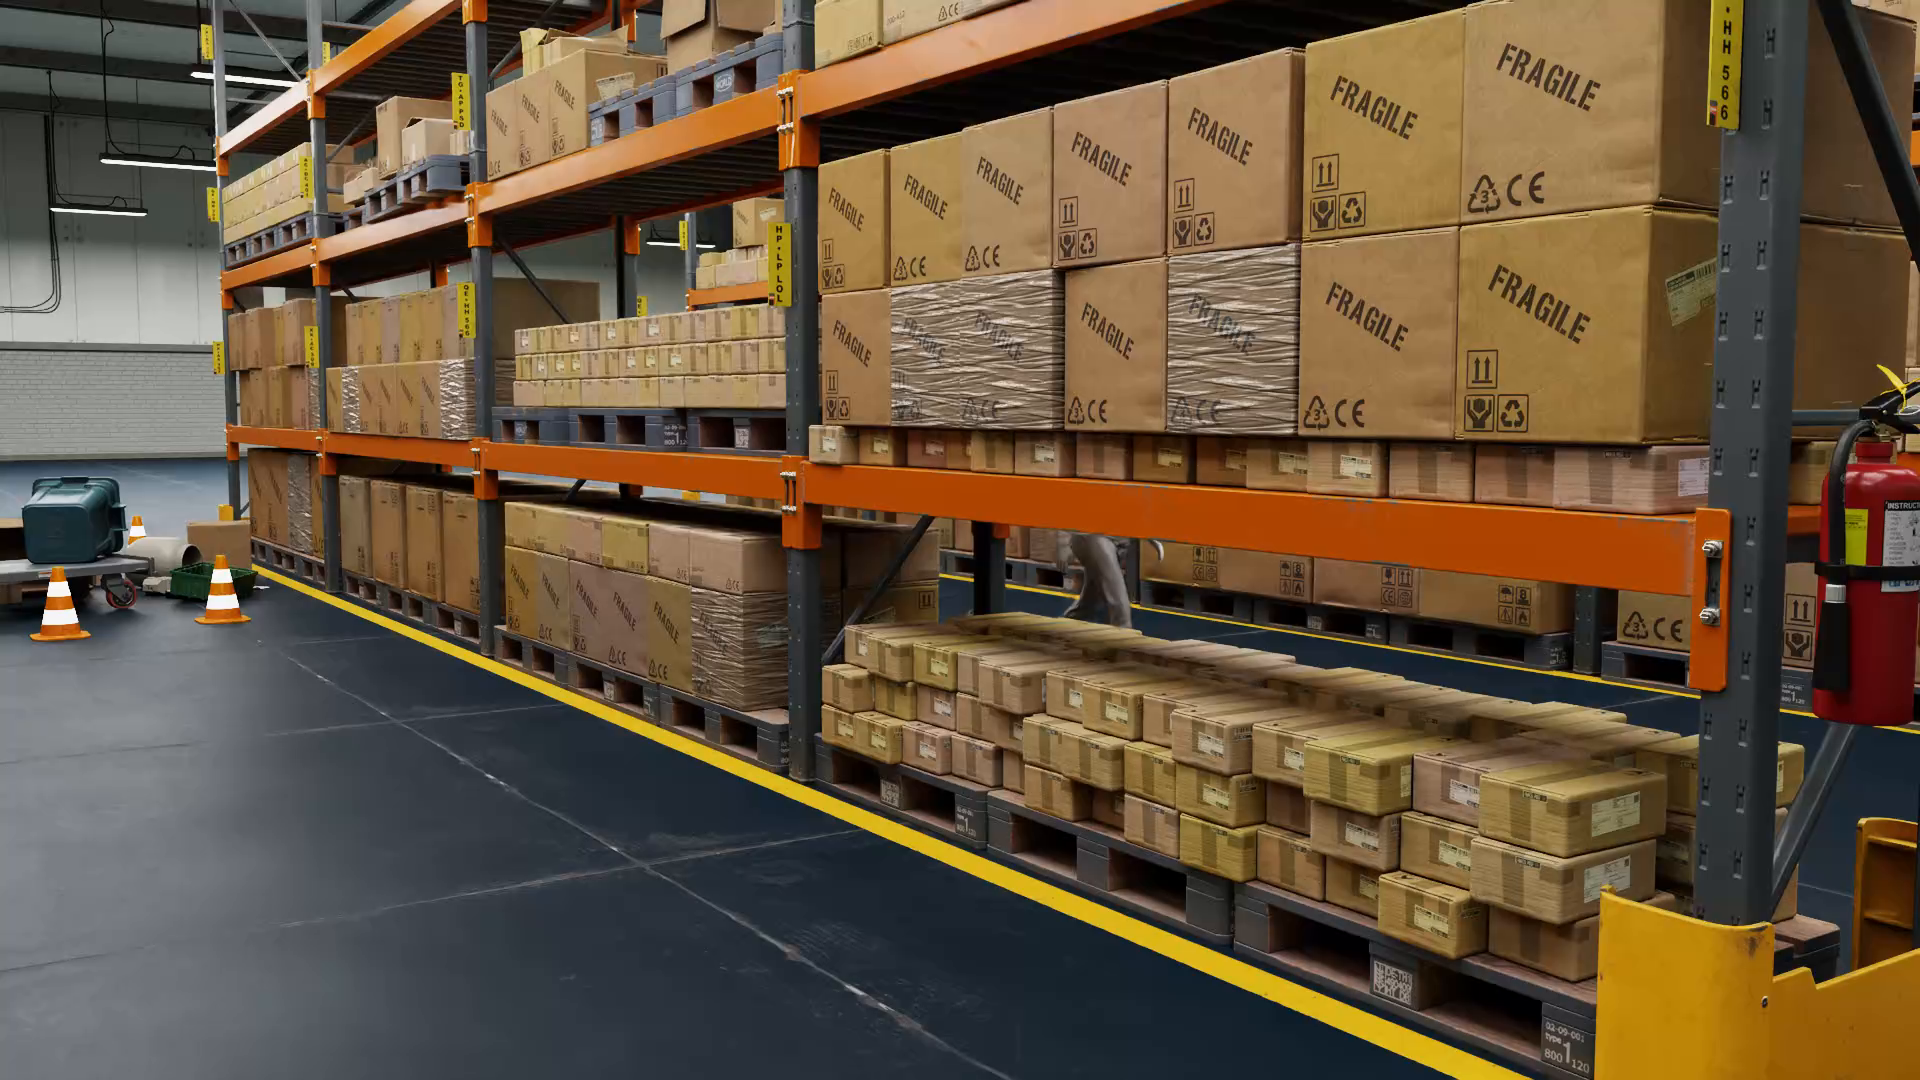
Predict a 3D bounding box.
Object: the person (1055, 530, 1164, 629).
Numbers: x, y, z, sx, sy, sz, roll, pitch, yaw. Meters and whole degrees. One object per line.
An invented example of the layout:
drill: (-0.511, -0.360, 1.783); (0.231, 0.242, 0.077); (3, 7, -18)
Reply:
person: (0.766, -0.023, 8.601); (0.490, 1.630, 1.028); (-4, 6, -43)
